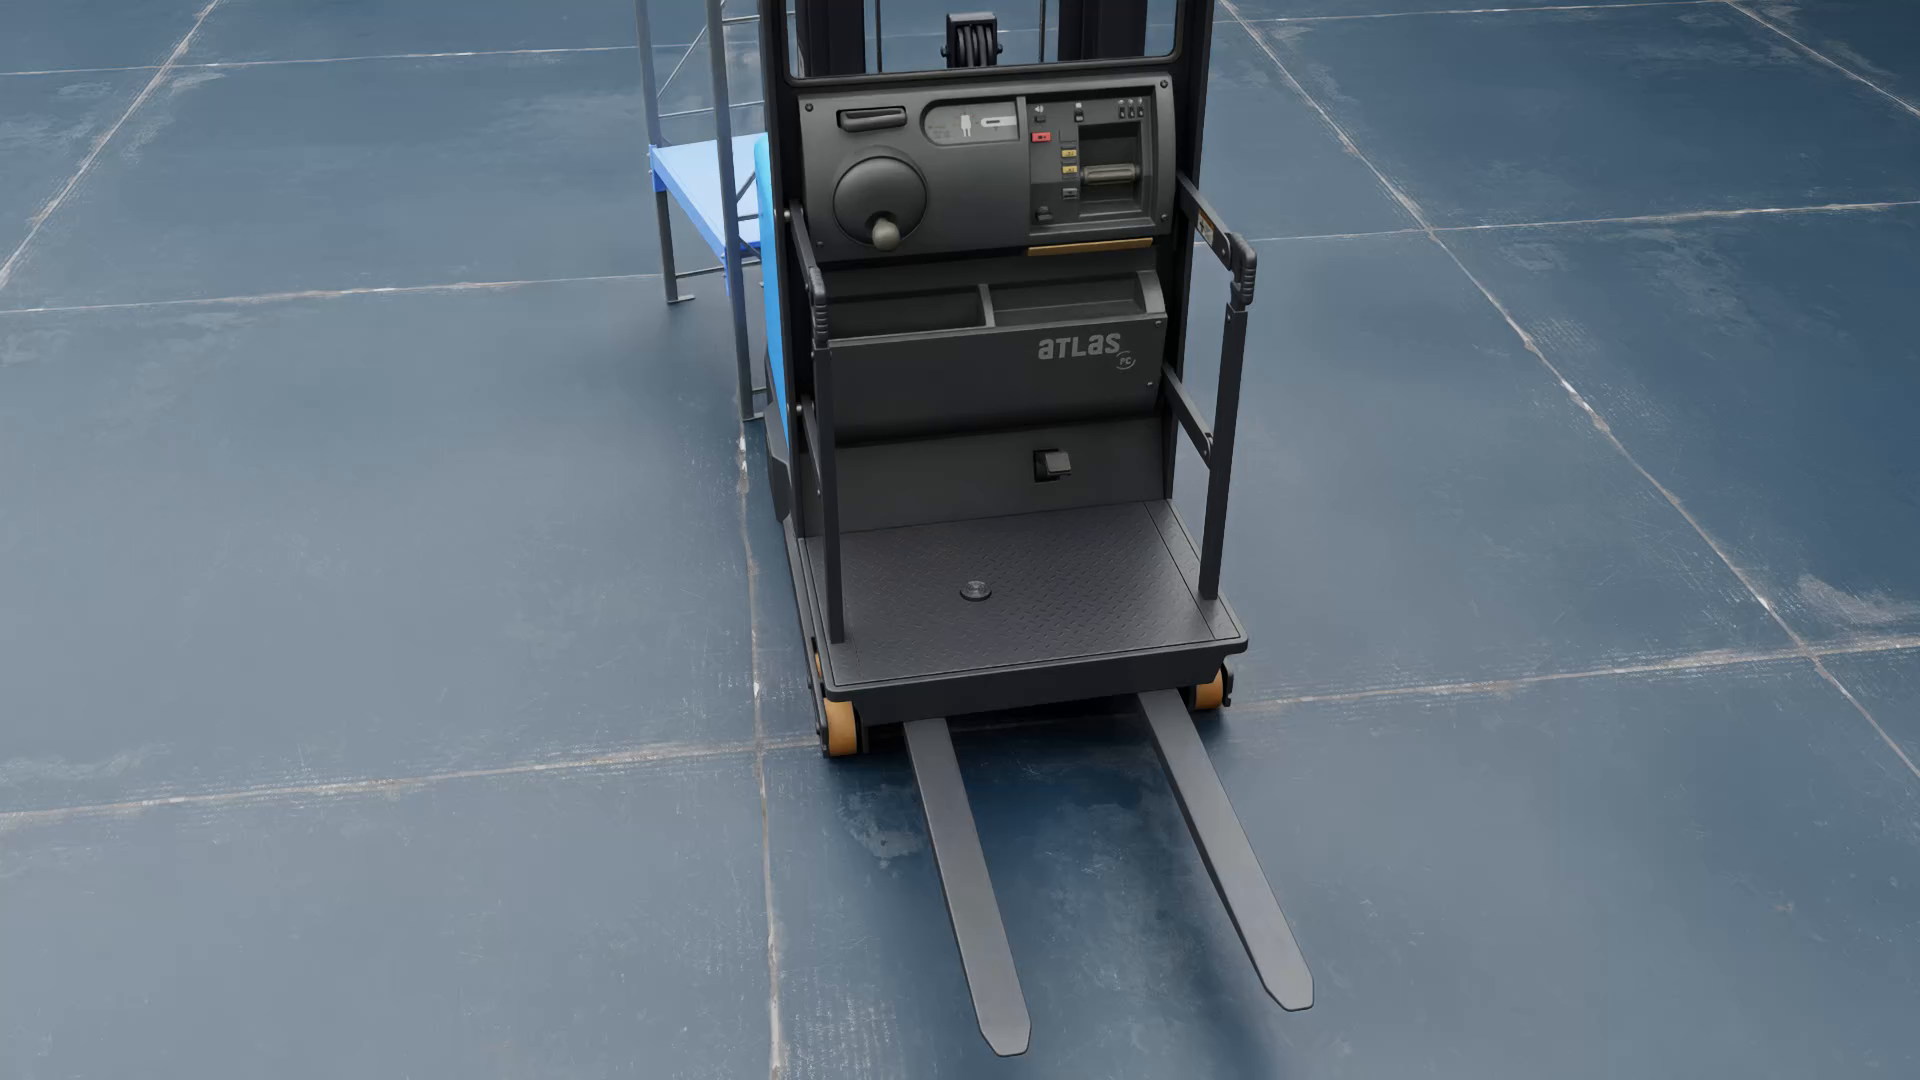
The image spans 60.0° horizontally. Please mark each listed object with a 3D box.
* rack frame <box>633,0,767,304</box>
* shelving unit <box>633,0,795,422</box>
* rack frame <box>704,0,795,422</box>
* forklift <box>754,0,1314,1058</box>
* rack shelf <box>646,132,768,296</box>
[{"bbox_3d":[-0.941,-1.624,6.301,0.500,1.500,0.032,-14,37,-19],"label":"rack frame"},{"bbox_3d":[-0.741,-1.360,5.914,0.538,1.500,1.048,-14,37,-19],"label":"shelving unit"},{"bbox_3d":[-0.541,-1.097,5.528,0.500,1.500,0.032,-14,37,-19],"label":"rack frame"},{"bbox_3d":[0.119,-0.864,3.915,1.130,2.935,3.031,-6,35,-9],"label":"forklift"},{"bbox_3d":[-0.741,-1.212,6.016,0.538,0.185,1.000,-14,37,-19],"label":"rack shelf"}]
